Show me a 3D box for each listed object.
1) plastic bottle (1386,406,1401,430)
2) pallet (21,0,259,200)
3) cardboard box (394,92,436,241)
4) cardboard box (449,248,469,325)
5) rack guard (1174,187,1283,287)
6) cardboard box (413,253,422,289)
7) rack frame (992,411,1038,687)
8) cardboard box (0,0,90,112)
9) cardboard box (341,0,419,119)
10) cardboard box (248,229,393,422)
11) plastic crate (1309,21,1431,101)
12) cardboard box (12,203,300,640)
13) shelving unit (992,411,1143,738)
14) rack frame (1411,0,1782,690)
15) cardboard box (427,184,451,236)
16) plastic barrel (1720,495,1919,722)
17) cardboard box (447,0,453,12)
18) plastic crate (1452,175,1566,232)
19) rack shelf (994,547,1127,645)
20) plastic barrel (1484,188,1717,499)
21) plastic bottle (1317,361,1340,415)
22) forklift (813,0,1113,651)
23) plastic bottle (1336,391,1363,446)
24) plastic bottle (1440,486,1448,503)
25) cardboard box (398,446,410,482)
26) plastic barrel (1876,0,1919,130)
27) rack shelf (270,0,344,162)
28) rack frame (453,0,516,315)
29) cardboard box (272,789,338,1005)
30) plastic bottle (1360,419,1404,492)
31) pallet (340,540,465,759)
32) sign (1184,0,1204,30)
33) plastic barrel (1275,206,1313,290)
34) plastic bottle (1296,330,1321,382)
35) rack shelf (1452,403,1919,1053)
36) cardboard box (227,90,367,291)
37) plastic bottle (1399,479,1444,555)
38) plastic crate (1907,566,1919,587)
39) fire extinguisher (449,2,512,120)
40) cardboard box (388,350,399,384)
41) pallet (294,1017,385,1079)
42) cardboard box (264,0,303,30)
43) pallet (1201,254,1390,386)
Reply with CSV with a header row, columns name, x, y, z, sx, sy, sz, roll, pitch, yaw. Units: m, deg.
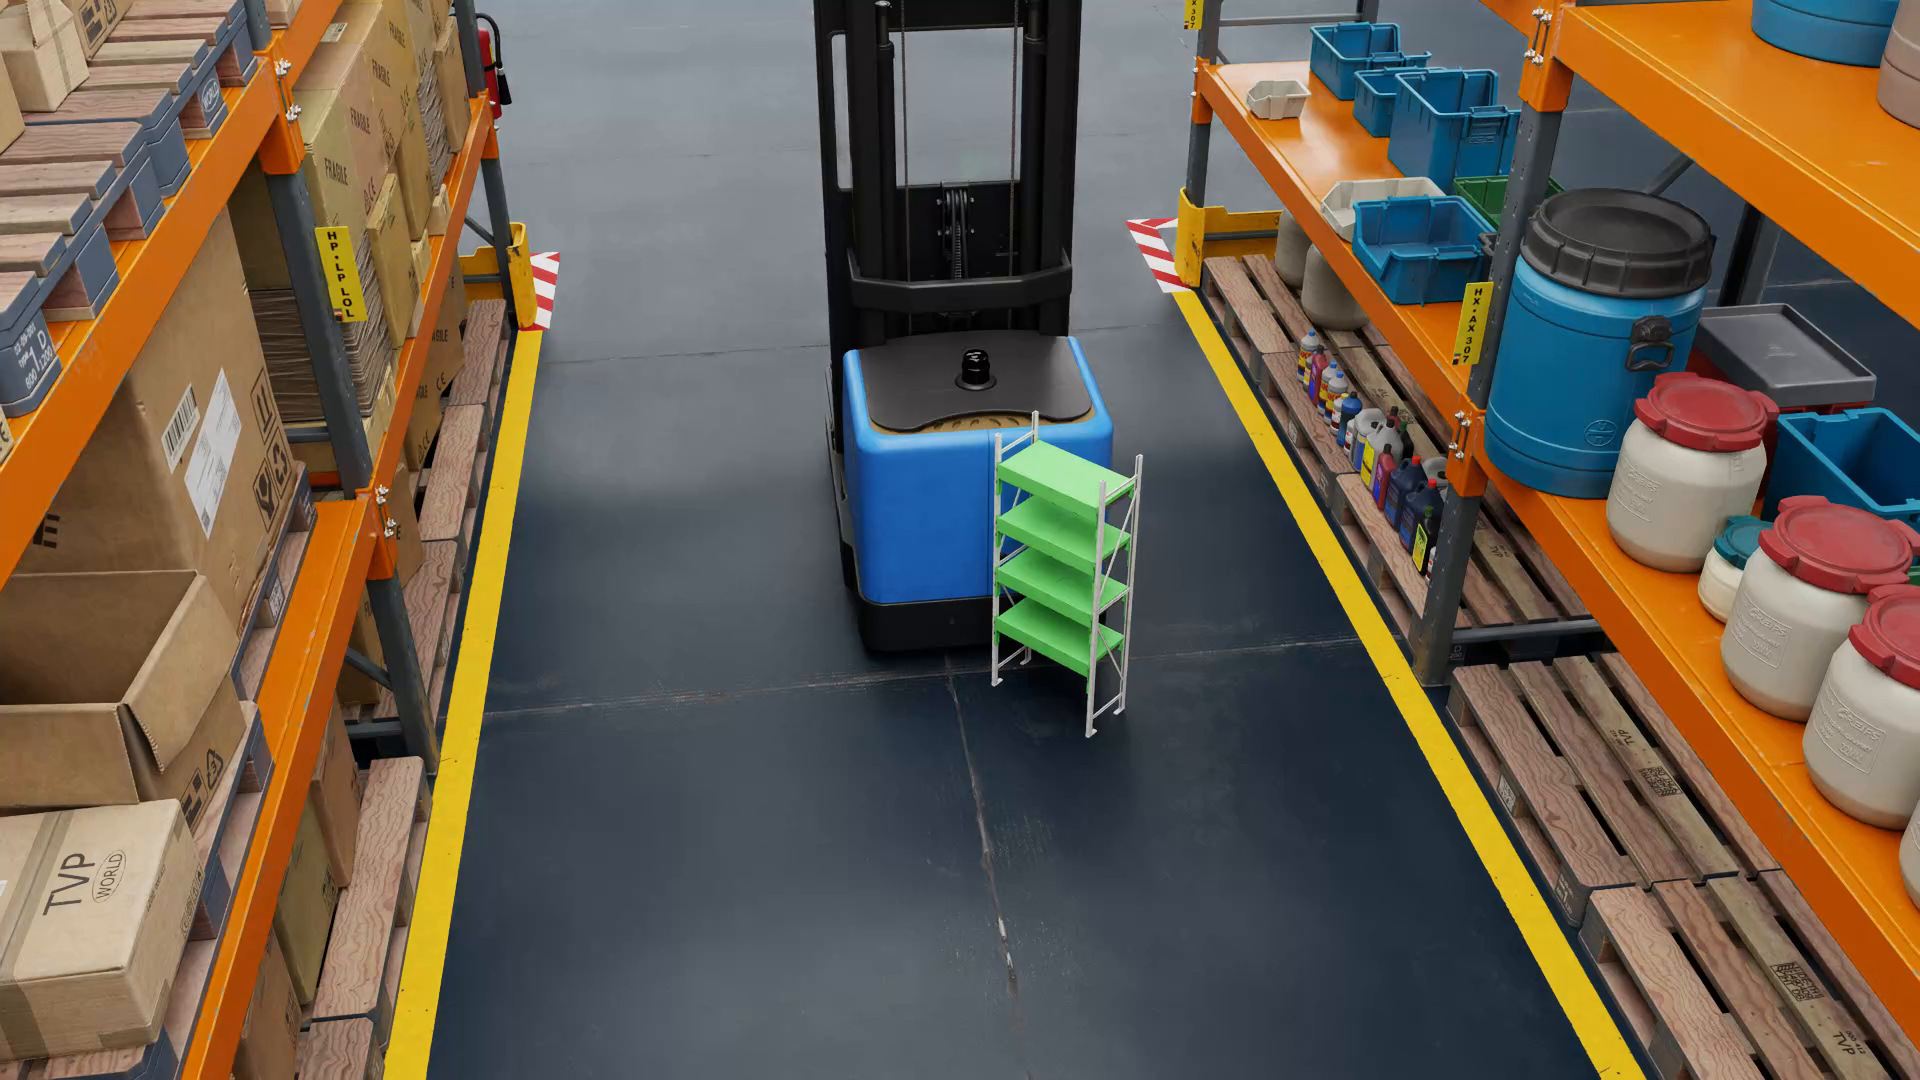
name,x,y,z,sx,sy,sz,roll,pitch,yaw
plastic bottle,2.035,-0.480,7.812,0.061,0.283,0.133,-4,35,-6
pallet,-2.541,-1.131,4.249,1.213,0.211,1.003,-4,35,-6
cardboard box,-2.744,-1.577,7.047,0.875,0.500,0.500,-4,35,-6
cardboard box,-2.989,-1.345,8.906,0.500,0.500,0.500,2,34,2
rack guard,1.908,-1.857,10.031,1.175,0.500,0.348,-4,35,-6
cardboard box,-2.442,-1.056,6.859,0.380,0.149,0.250,-4,35,-6
rack frame,0.215,0.056,6.602,0.015,1.200,0.240,26,42,33
cardboard box,-2.293,-1.162,3.874,0.396,0.266,0.258,-3,34,-5
cardboard box,-2.541,-2.005,6.788,0.500,0.500,0.500,-4,35,-6
cardboard box,-2.518,-0.742,5.822,0.875,0.500,0.500,-4,35,-6
plastic crate,2.215,-2.611,9.049,0.499,0.251,0.616,-4,35,-6
cardboard box,-2.551,-0.289,4.605,1.000,1.000,1.000,-4,34,-6
shelving unit,0.399,0.147,6.469,0.503,1.200,0.258,26,42,33
rack frame,2.389,-0.697,6.109,1.000,3.000,0.127,-4,35,-6
cardboard box,-2.508,-1.477,7.477,0.380,0.149,0.250,-4,35,-6
plastic barrel,2.399,0.207,4.662,0.433,0.535,0.433,0,34,0
cardboard box,-2.738,-2.843,8.017,0.500,0.500,0.500,-4,35,-6
plastic crate,2.486,-1.388,7.311,0.450,0.188,0.662,-4,35,-6
rack shelf,0.399,0.199,6.505,0.480,0.148,0.258,26,42,33
plastic barrel,2.141,-0.665,5.617,0.600,0.901,0.708,-4,35,-6
plastic bottle,1.832,-0.757,8.229,0.097,0.271,0.097,0,34,0
forklift,-0.082,-1.563,7.441,1.130,2.935,3.031,-4,35,-6
plastic bottle,1.873,-0.588,7.981,0.097,0.271,0.097,0,34,0
plastic bottle,2.160,-0.132,7.242,0.144,0.351,0.185,-4,35,-6
cardboard box,-2.779,-0.348,7.444,0.500,0.500,0.500,-7,35,-11
plastic barrel,2.761,-1.511,4.195,0.600,0.901,0.600,0,34,0
rack shelf,-2.788,-2.380,6.554,1.077,0.370,4.000,-4,35,-6
rack frame,-3.057,-2.554,8.834,1.000,3.000,0.127,-4,35,-6
cardboard box,-2.412,1.141,5.240,0.700,0.500,0.500,-5,35,-7
plastic bottle,1.948,-0.409,7.648,0.144,0.351,0.185,-5,35,-7
pallet,-2.644,0.459,6.889,1.003,0.211,1.213,-4,35,-6
sign,1.306,-3.004,9.249,0.100,0.325,0.005,-4,35,-6
plastic barrel,2.015,-1.713,9.436,0.421,0.512,0.421,0,34,0
plastic bottle,1.786,-0.948,8.509,0.097,0.271,0.097,0,34,0
rack shelf,2.658,0.717,4.674,1.077,0.370,4.000,-4,35,-6
cardboard box,-2.327,-1.169,5.561,0.500,0.500,0.500,-4,35,-6
plastic bottle,2.017,-0.121,7.226,0.144,0.351,0.185,-5,35,-8
plastic crate,2.903,0.341,4.774,0.450,0.188,0.662,-4,35,-6
fire extinguisher,-2.615,-2.620,9.000,0.296,0.674,0.183,-4,35,-6
cardboard box,-2.331,-0.638,6.246,0.380,0.149,0.250,-4,35,-6
pallet,-2.245,1.947,4.705,1.003,0.211,1.213,-4,35,-6
cardboard box,-2.326,-1.770,5.153,0.500,0.250,0.500,-6,35,-8
pallet,2.012,-1.284,9.446,1.003,0.211,1.213,-4,35,-6
